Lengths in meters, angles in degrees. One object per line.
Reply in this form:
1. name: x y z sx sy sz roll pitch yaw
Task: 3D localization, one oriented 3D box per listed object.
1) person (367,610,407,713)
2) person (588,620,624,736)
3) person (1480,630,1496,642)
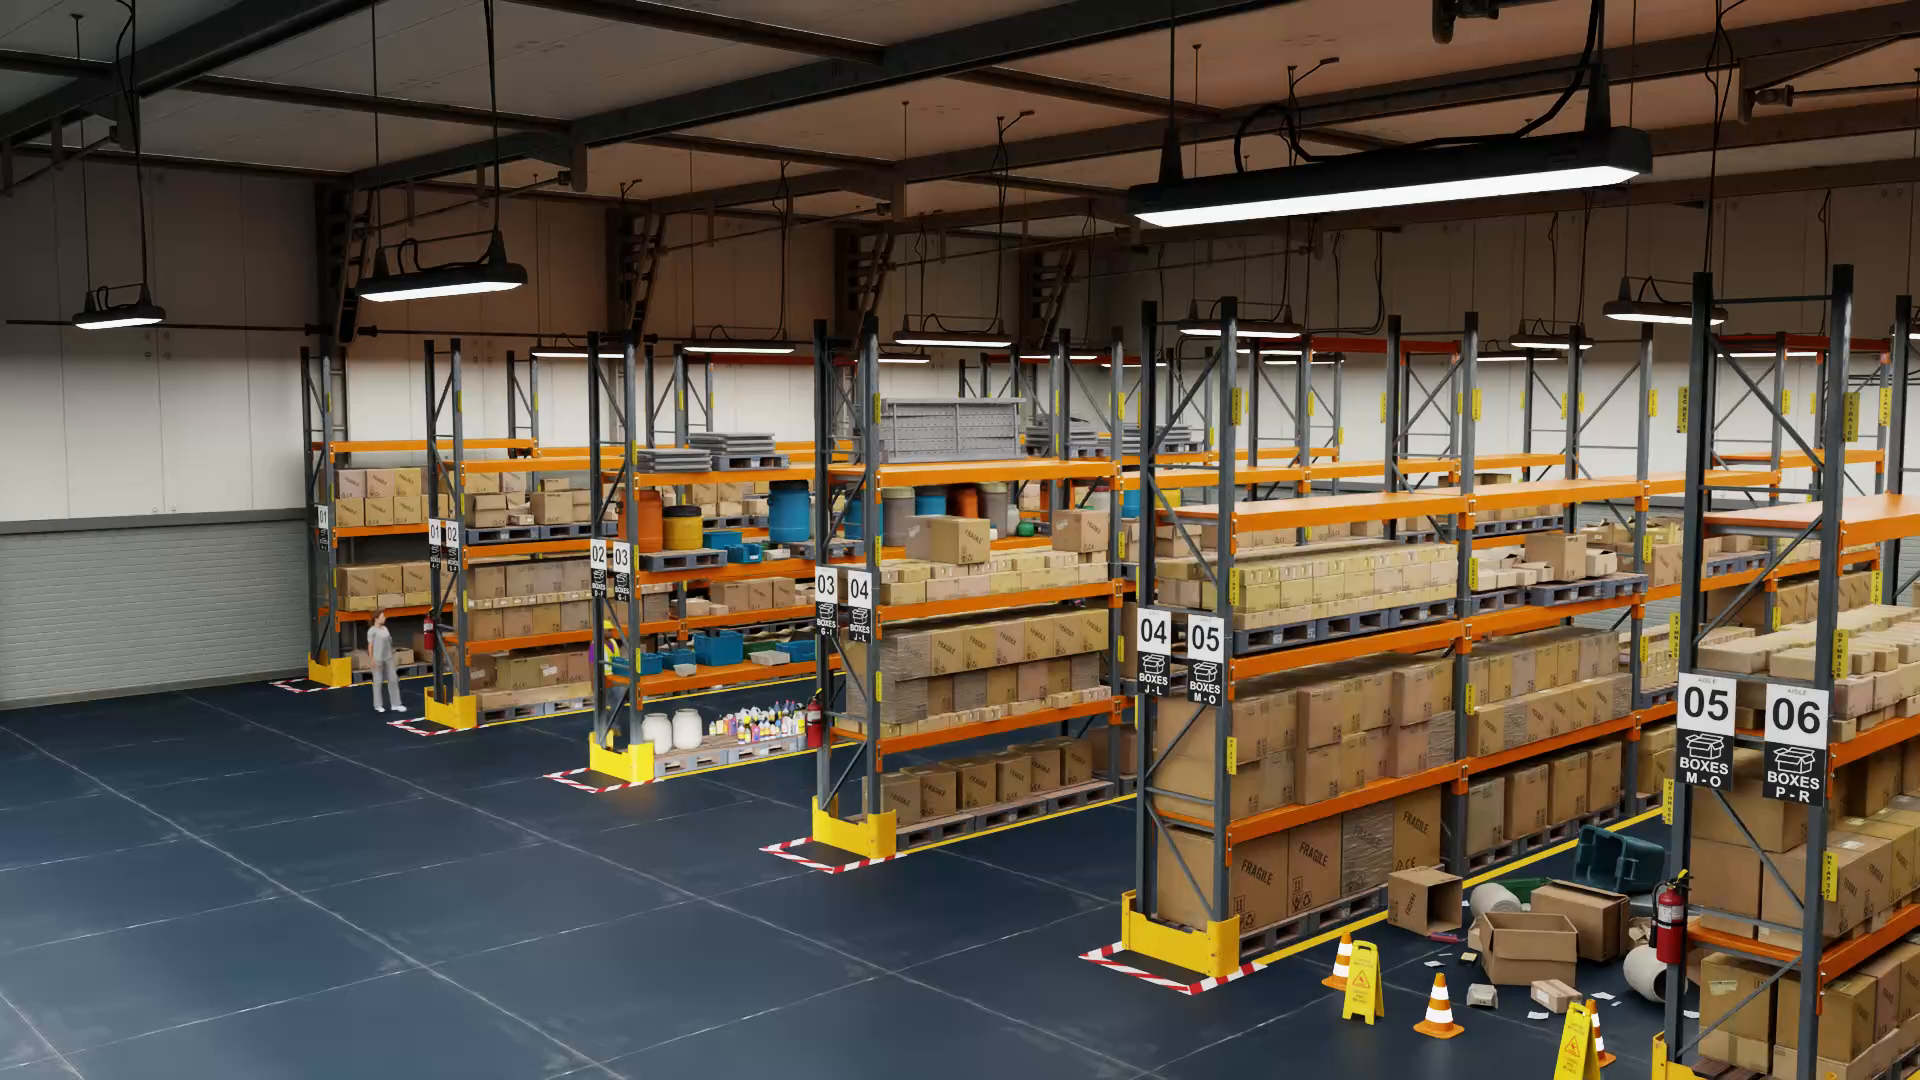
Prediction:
1. person: -9.317 1.966 26.991 0.559 1.672 0.515 4 6 39
2. person: -5.309 2.125 24.983 0.402 1.843 0.631 4 6 38
3. person: 7.951 2.079 25.126 0.510 1.741 1.052 5 7 43
